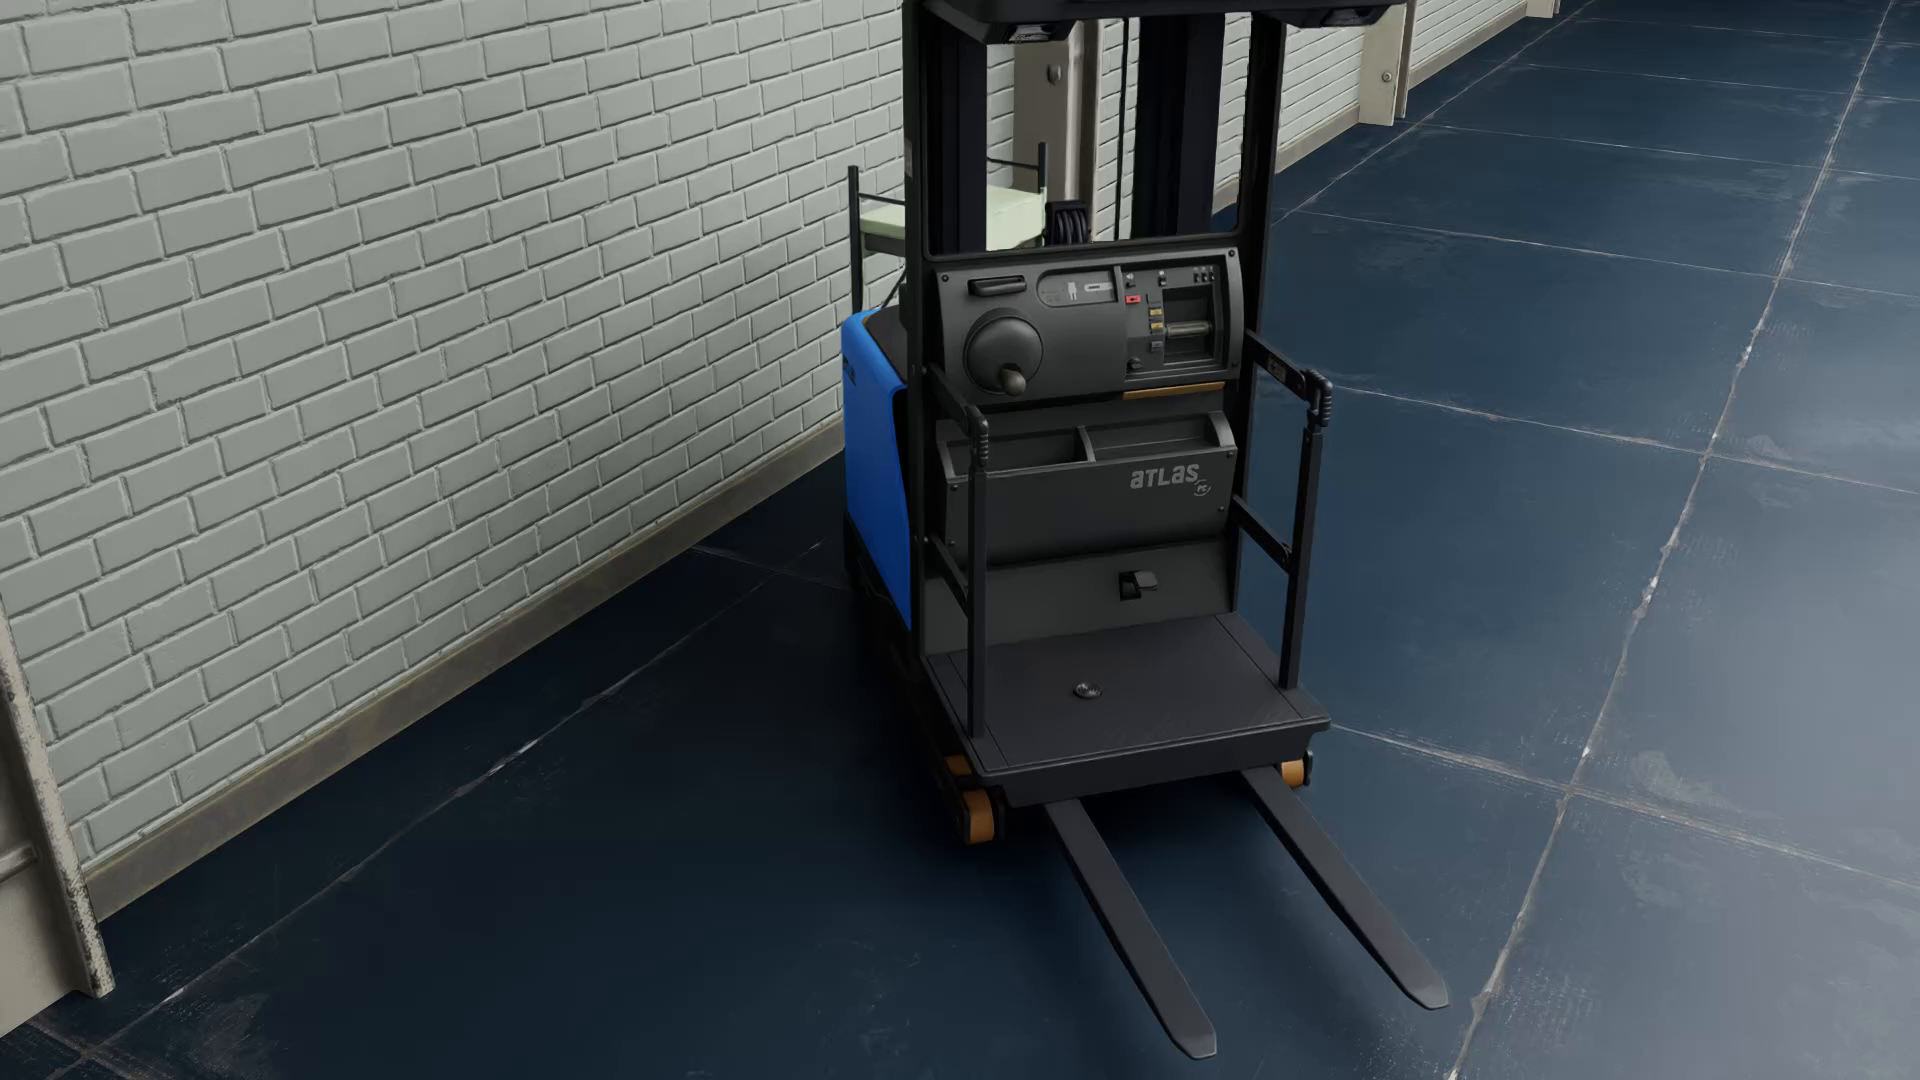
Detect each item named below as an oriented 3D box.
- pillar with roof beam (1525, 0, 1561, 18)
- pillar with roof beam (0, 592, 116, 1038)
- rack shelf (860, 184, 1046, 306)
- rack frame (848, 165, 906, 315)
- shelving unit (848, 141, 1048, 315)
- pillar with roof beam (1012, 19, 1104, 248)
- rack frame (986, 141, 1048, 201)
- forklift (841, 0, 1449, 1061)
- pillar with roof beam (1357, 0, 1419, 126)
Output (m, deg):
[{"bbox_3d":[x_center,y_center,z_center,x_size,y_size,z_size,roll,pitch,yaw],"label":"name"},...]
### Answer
[{"bbox_3d":[10.144,-8.869,14.414,9.100,9.000,0.400,14,30,26],"label":"pillar with roof beam"},{"bbox_3d":[1.289,-1.854,0.400,9.100,9.000,0.400,14,30,26],"label":"pillar with roof beam"},{"bbox_3d":[-0.036,-1.153,6.506,0.431,0.370,0.720,18,32,31],"label":"rack shelf"},{"bbox_3d":[-0.248,-0.670,6.413,0.400,1.500,0.023,18,32,31],"label":"rack frame"},{"bbox_3d":[-0.036,-0.804,6.680,0.431,1.500,0.755,18,32,31],"label":"shelving unit"},{"bbox_3d":[4.241,-4.192,5.071,9.100,9.000,0.400,14,30,26],"label":"pillar with roof beam"},{"bbox_3d":[0.176,-0.937,6.947,0.400,1.500,0.023,18,32,31],"label":"rack frame"},{"bbox_3d":[0.449,-0.601,4.677,1.130,2.935,3.031,-7,27,-14],"label":"forklift"},{"bbox_3d":[7.193,-6.530,9.742,9.100,9.000,0.400,14,30,26],"label":"pillar with roof beam"}]
